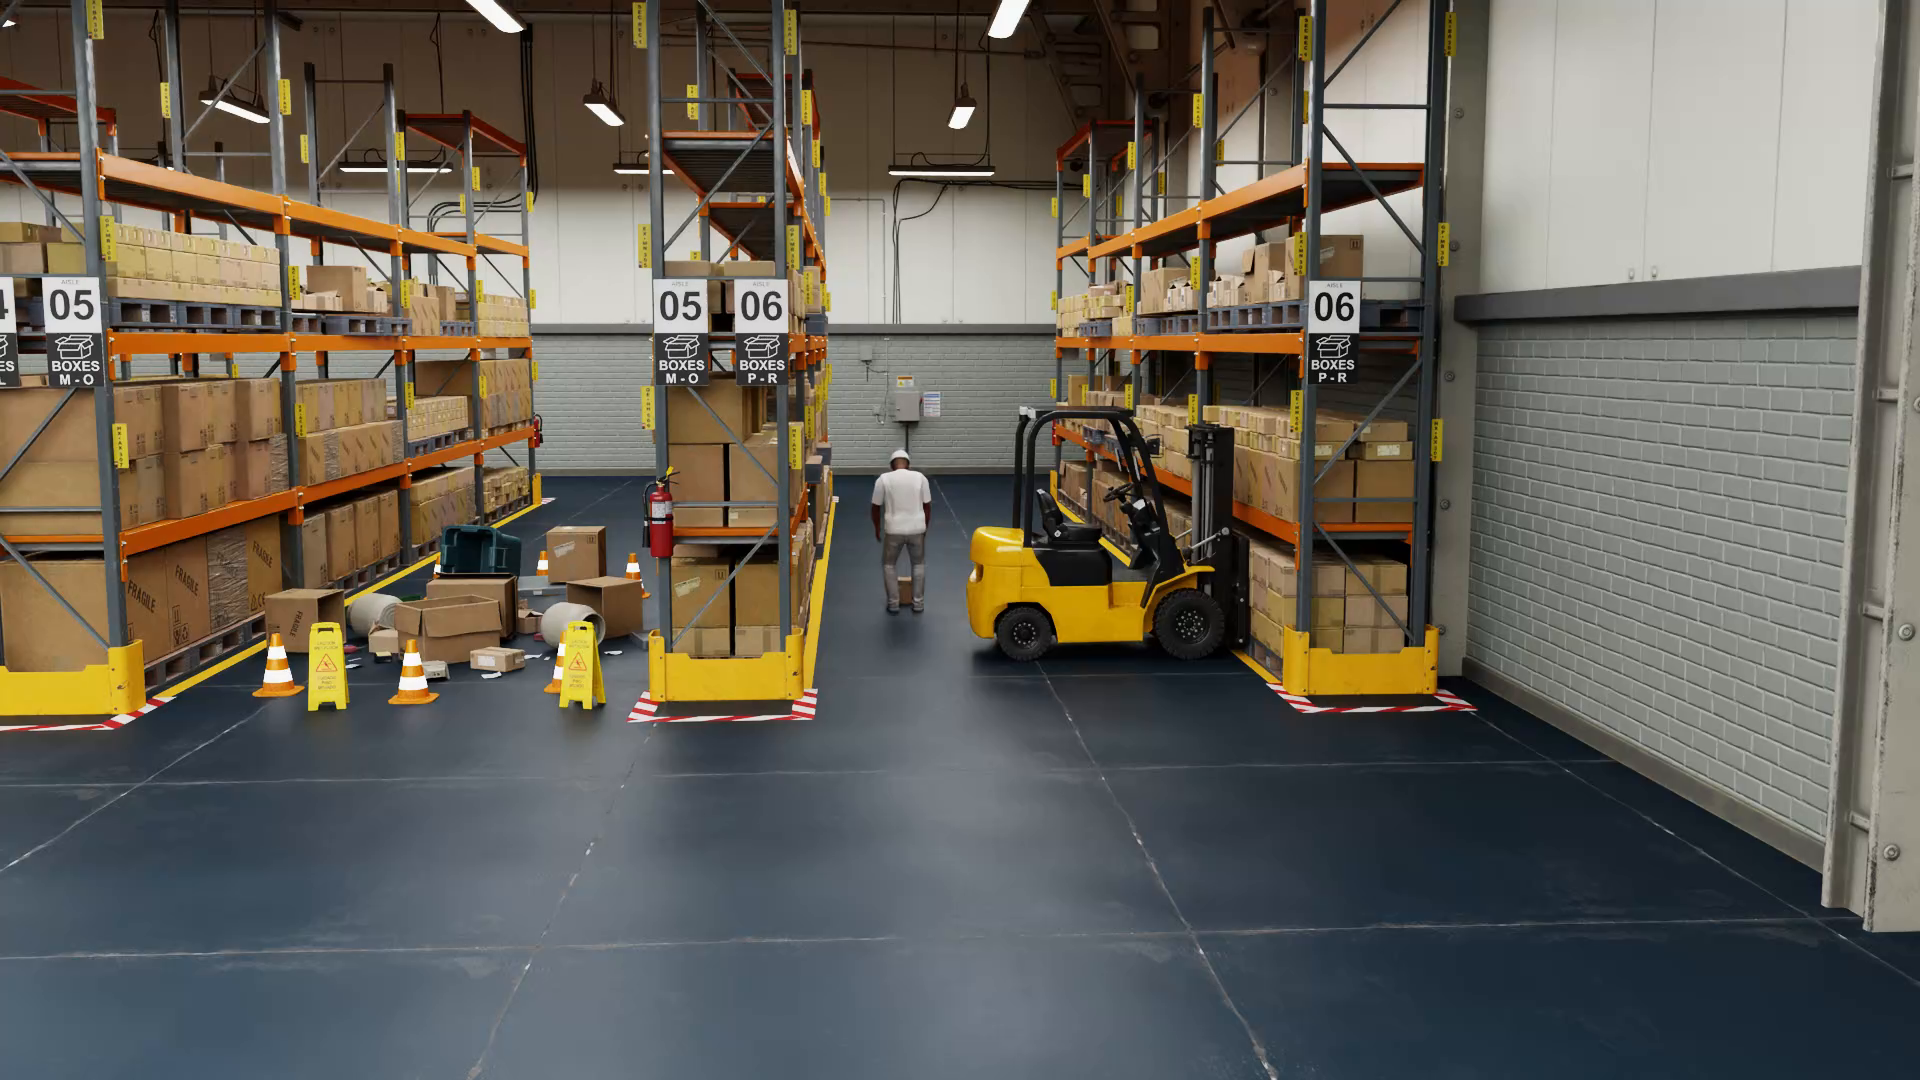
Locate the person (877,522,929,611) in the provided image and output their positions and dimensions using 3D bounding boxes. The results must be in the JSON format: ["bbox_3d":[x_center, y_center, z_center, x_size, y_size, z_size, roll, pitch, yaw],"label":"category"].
[{"bbox_3d":[-0.593,0.244,17.212,0.510,0.916,0.976,-1,7,-8],"label":"person"}]
